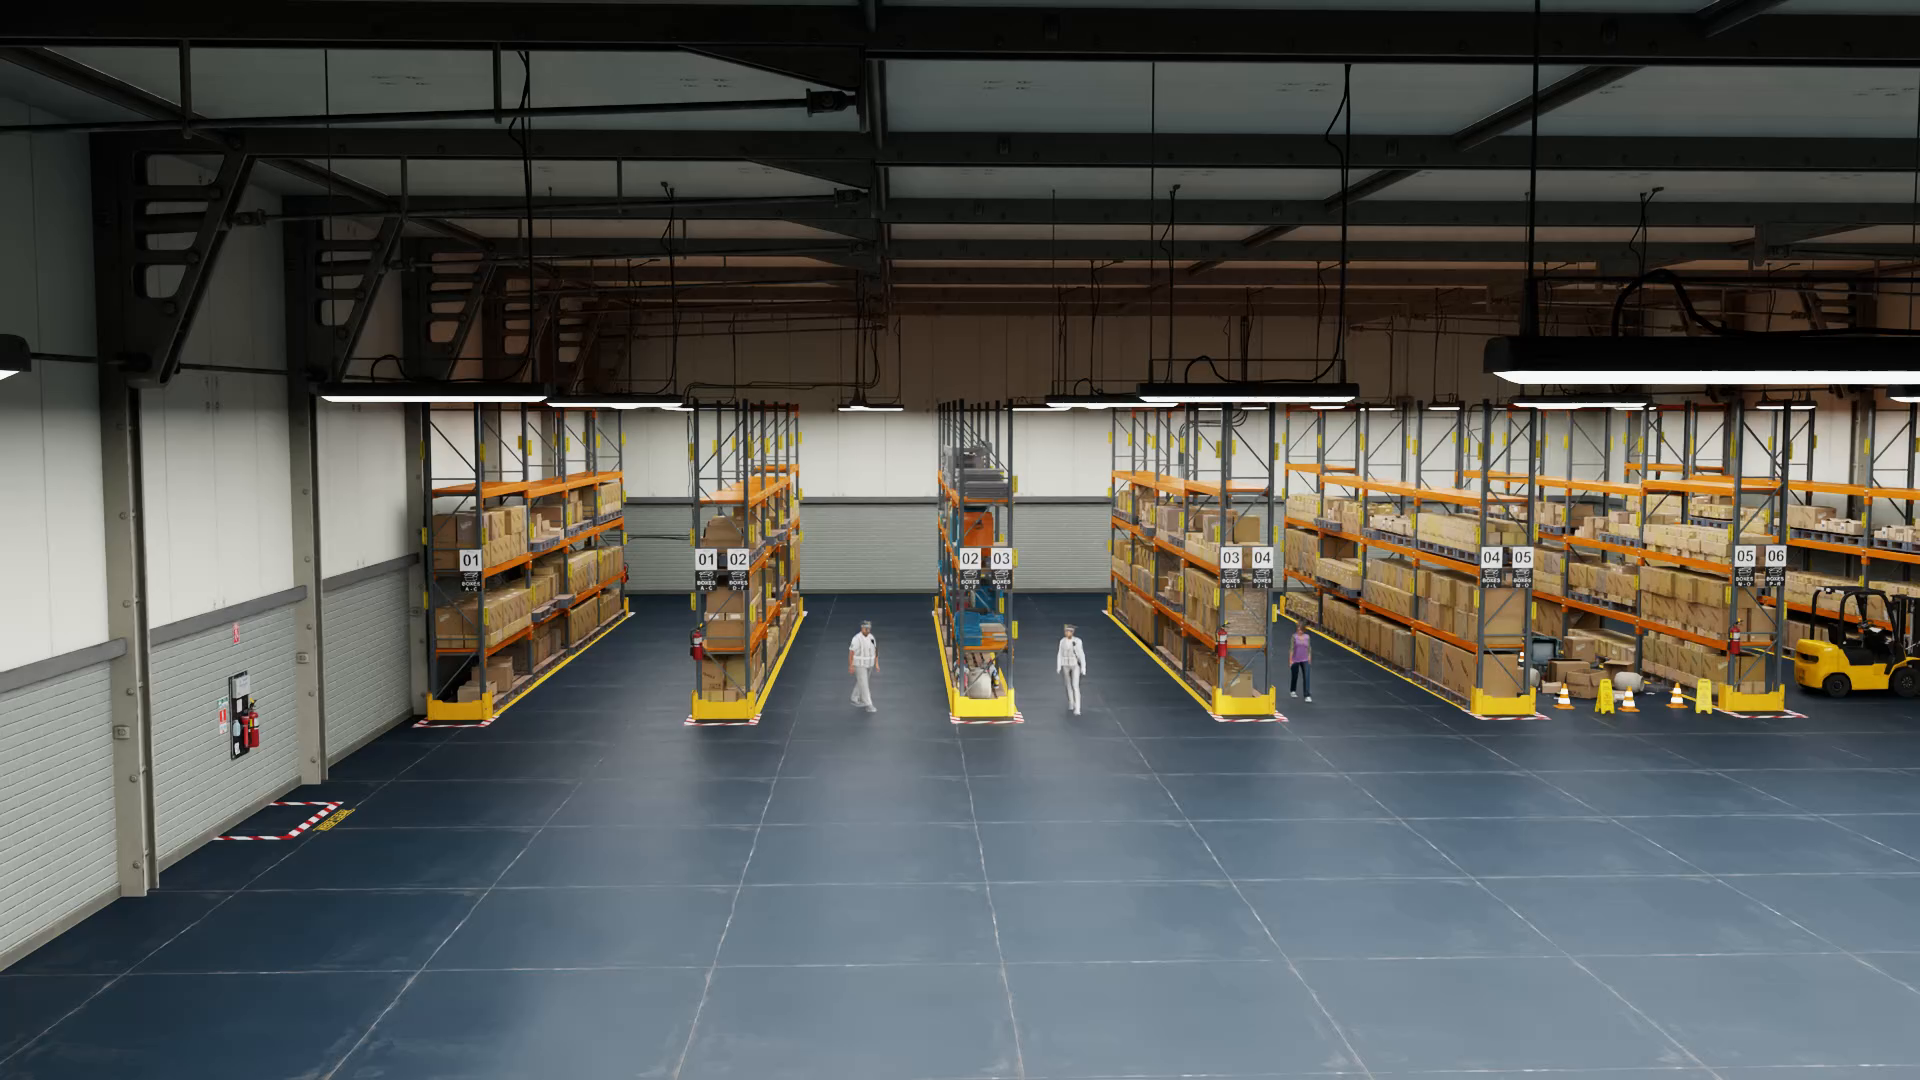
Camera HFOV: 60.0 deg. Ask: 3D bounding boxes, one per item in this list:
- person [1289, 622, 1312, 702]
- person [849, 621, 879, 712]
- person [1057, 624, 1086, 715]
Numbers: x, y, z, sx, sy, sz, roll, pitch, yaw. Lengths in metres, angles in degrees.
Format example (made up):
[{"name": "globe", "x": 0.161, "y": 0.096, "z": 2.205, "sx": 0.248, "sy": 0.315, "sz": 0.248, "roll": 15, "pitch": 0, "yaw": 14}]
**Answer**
[{"name": "person", "x": 6.796, "y": 2.418, "z": 33.202, "sx": 0.450, "sy": 1.553, "sz": 0.839, "roll": 0, "pitch": 4, "yaw": 5}, {"name": "person", "x": -1.821, "y": 2.410, "z": 32.080, "sx": 0.982, "sy": 1.701, "sz": 0.568, "roll": 4, "pitch": 6, "yaw": 41}, {"name": "person", "x": 2.123, "y": 2.465, "z": 31.984, "sx": 0.591, "sy": 1.690, "sz": 0.615, "roll": 2, "pitch": 5, "yaw": 27}]
